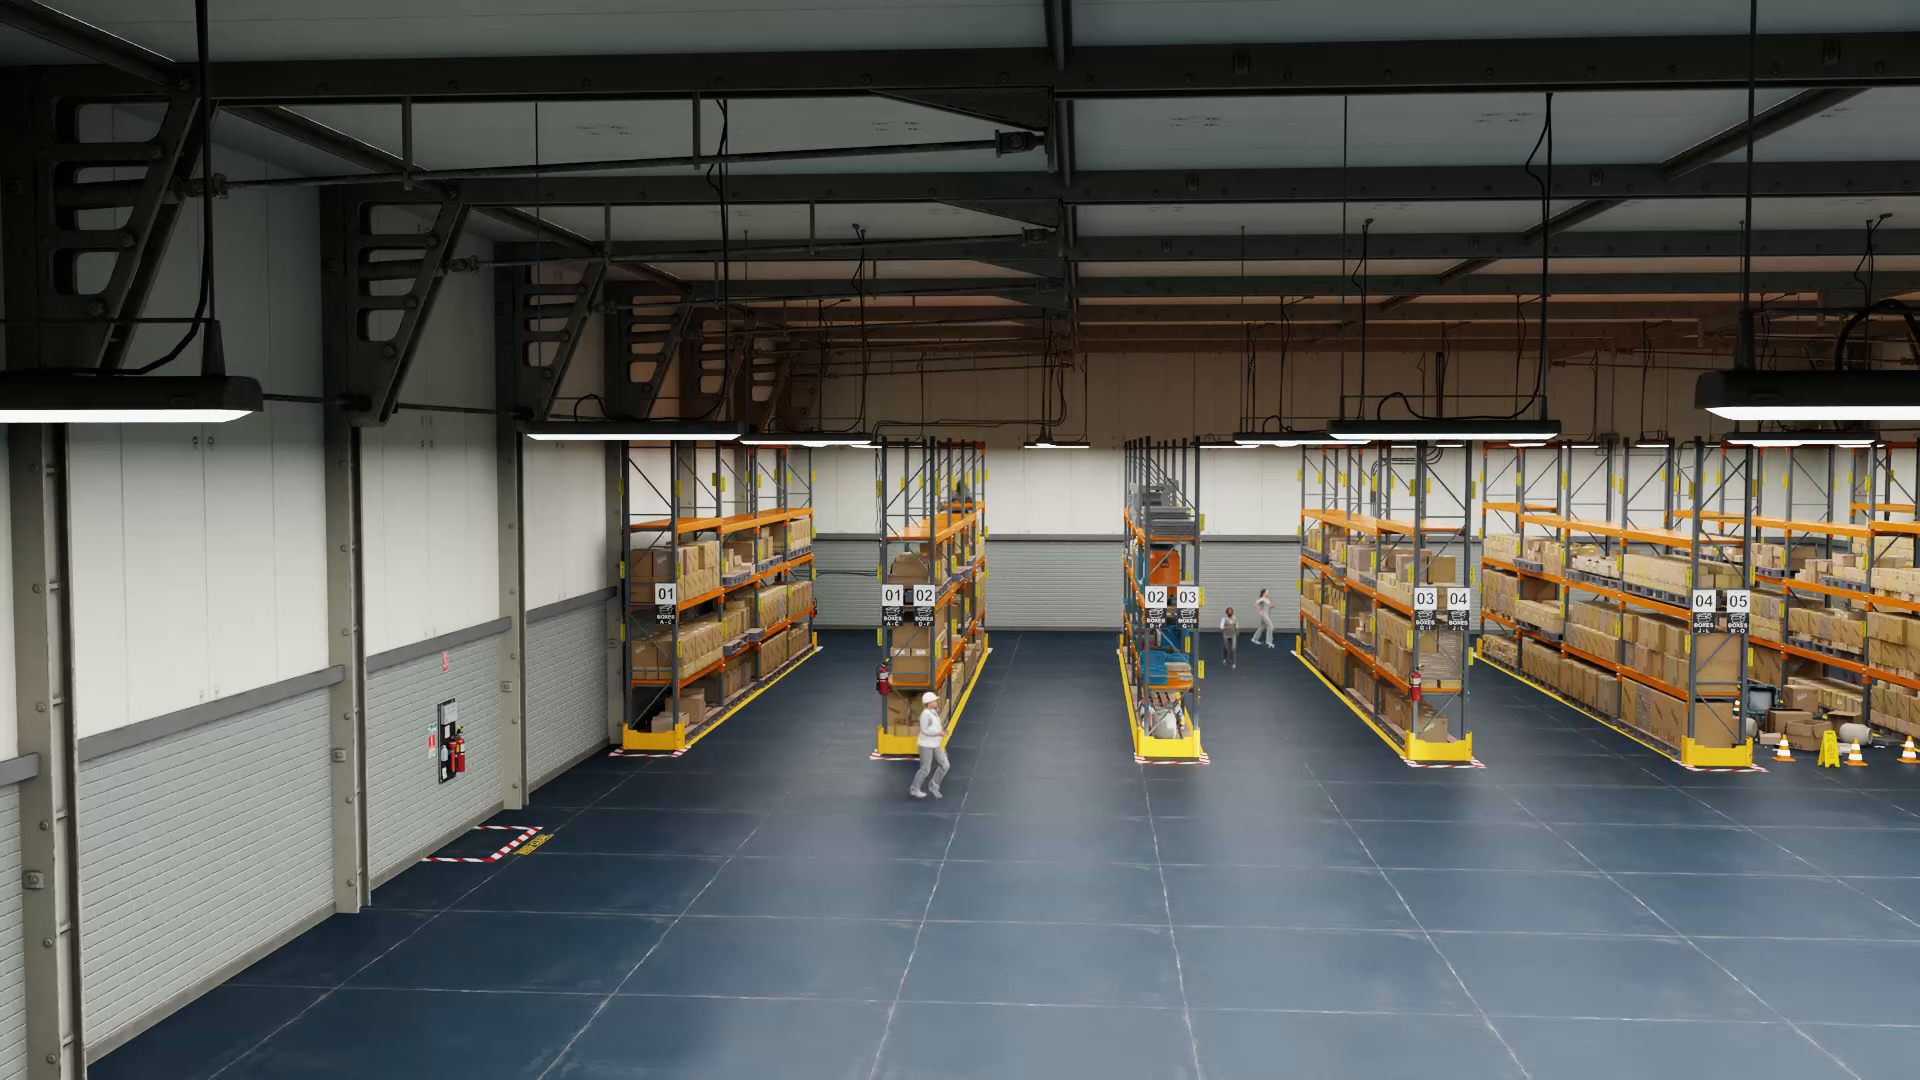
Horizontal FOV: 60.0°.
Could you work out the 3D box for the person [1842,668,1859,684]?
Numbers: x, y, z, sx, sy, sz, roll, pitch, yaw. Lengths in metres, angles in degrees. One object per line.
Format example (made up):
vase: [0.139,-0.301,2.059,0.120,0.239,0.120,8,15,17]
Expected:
person: [21.878,2.765,40.886,0.574,1.567,0.644,0,3,-1]

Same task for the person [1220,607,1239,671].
person: [7.082,2.573,43.698,0.529,1.616,0.852,0,3,-2]

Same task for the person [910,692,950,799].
person: [-0.479,3.386,27.274,0.737,1.794,0.644,1,3,23]

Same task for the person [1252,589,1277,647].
person: [8.906,2.280,48.724,0.767,1.724,0.538,1,3,23]

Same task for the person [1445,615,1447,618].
person: [12.047,2.663,40.923,0.625,1.829,1.053,0,3,-4]
